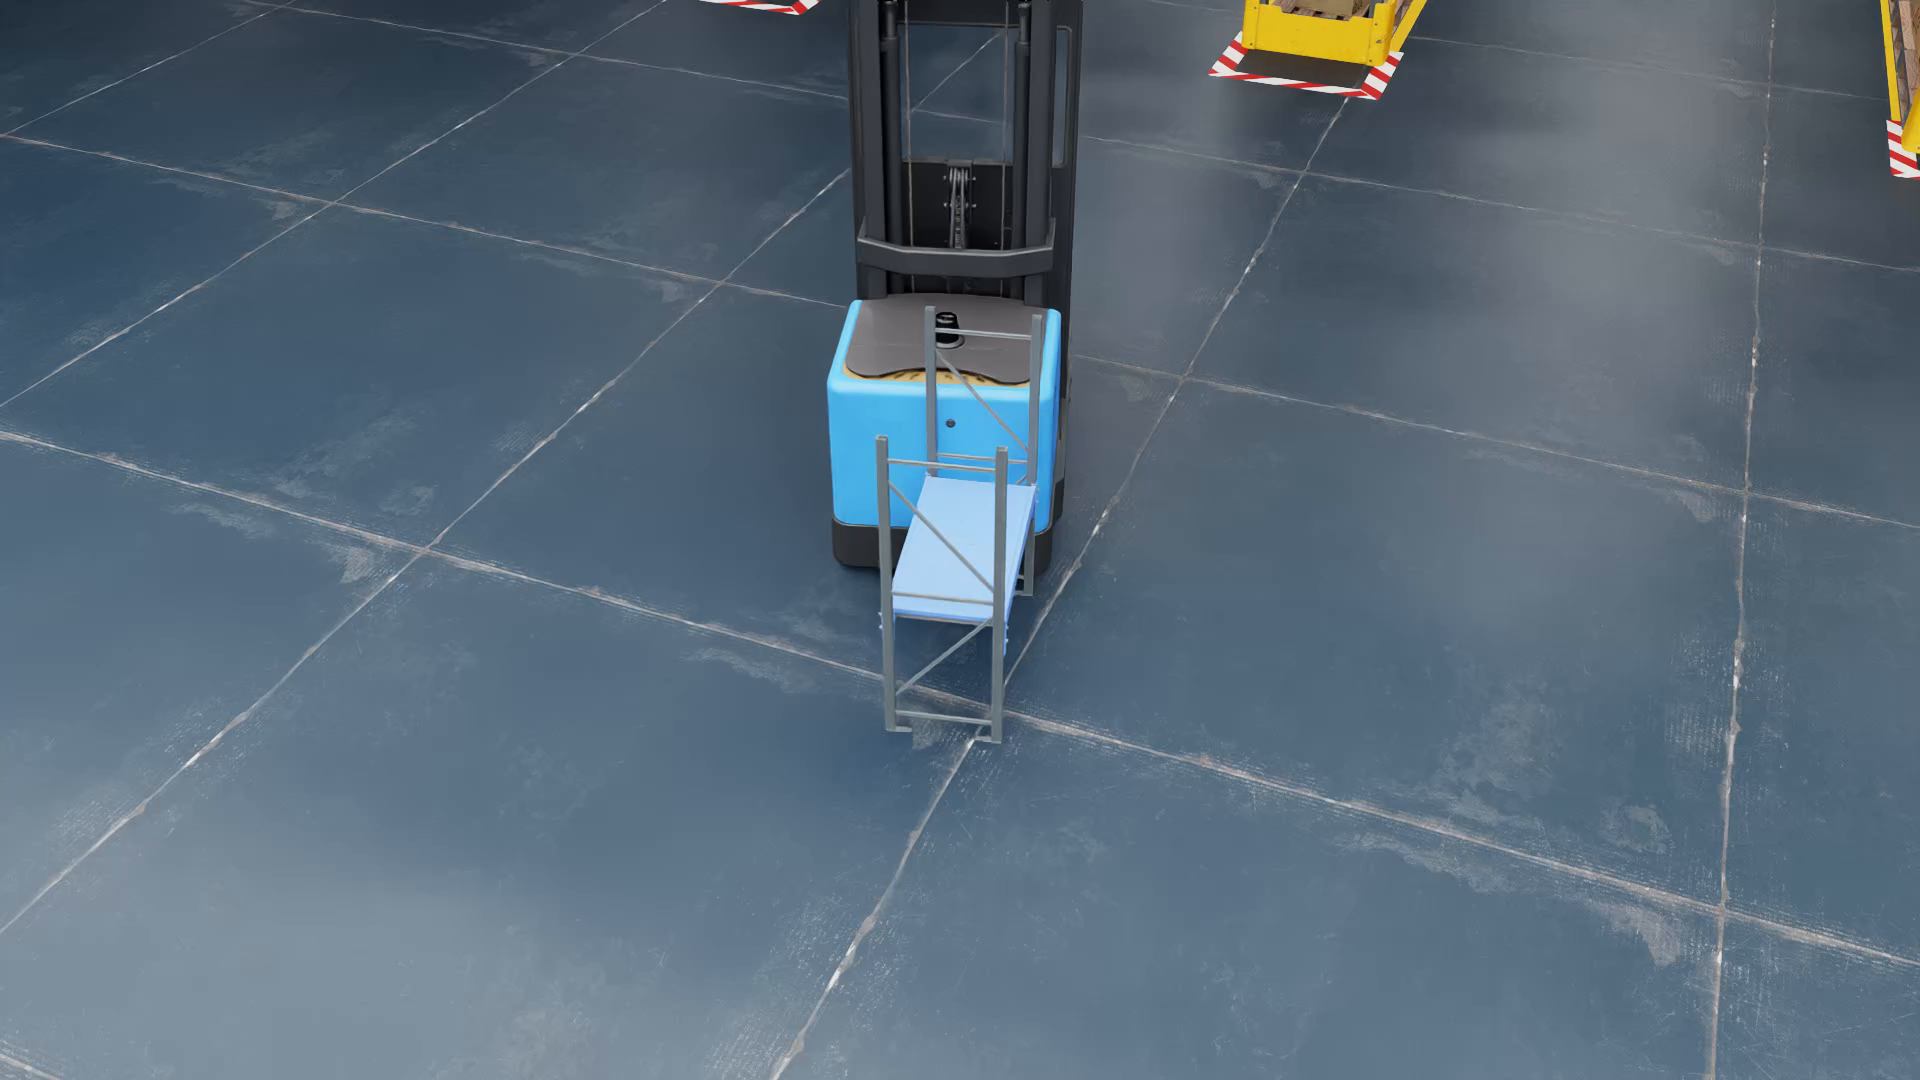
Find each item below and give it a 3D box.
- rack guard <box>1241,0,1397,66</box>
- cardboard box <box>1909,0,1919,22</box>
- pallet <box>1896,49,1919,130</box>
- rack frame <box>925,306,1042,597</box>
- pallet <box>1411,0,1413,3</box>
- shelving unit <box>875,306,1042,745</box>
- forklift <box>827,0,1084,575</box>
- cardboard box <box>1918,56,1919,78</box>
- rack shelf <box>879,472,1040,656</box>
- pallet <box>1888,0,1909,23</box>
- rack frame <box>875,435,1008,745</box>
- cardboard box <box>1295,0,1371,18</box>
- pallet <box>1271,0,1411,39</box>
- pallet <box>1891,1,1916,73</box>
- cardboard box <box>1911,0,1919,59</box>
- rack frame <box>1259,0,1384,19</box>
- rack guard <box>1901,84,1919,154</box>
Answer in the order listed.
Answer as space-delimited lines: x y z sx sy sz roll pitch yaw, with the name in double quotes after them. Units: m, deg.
2.902 -4.213 13.469 1.175 0.500 0.348 14 39 18 "rack guard"
8.300 -4.686 13.437 0.875 0.875 0.875 14 39 18 "cardboard box"
7.654 -3.330 12.528 1.003 0.211 1.213 14 39 18 "pallet"
0.098 -0.363 7.483 0.500 1.500 0.032 6 37 8 "rack frame"
3.710 -5.212 15.047 1.003 0.211 1.213 14 39 18 "pallet"
0.014 -0.063 7.081 0.538 1.500 1.048 6 37 8 "shelving unit"
0.043 -1.871 8.305 1.130 2.935 3.031 3 37 4 "forklift"
7.619 -3.694 12.110 0.875 0.875 0.875 14 39 18 "cardboard box"
0.014 0.081 7.189 0.538 0.185 1.000 6 37 8 "rack shelf"
8.582 -4.681 14.336 1.003 0.211 1.213 14 39 18 "pallet"
-0.070 0.237 6.680 0.500 1.500 0.032 6 37 8 "rack frame"
3.127 -4.681 13.744 0.500 0.500 0.500 21 42 26 "cardboard box"
3.244 -4.539 14.146 1.003 0.211 1.213 14 39 18 "pallet"
8.120 -4.003 13.429 1.003 0.211 1.213 14 39 18 "pallet"
7.952 -4.181 12.763 0.875 0.875 0.875 13 39 17 "cardboard box"
2.873 -5.172 12.664 1.000 3.000 0.127 14 39 18 "rack frame"
7.413 -2.972 11.808 1.175 0.500 0.348 14 39 18 "rack guard"
